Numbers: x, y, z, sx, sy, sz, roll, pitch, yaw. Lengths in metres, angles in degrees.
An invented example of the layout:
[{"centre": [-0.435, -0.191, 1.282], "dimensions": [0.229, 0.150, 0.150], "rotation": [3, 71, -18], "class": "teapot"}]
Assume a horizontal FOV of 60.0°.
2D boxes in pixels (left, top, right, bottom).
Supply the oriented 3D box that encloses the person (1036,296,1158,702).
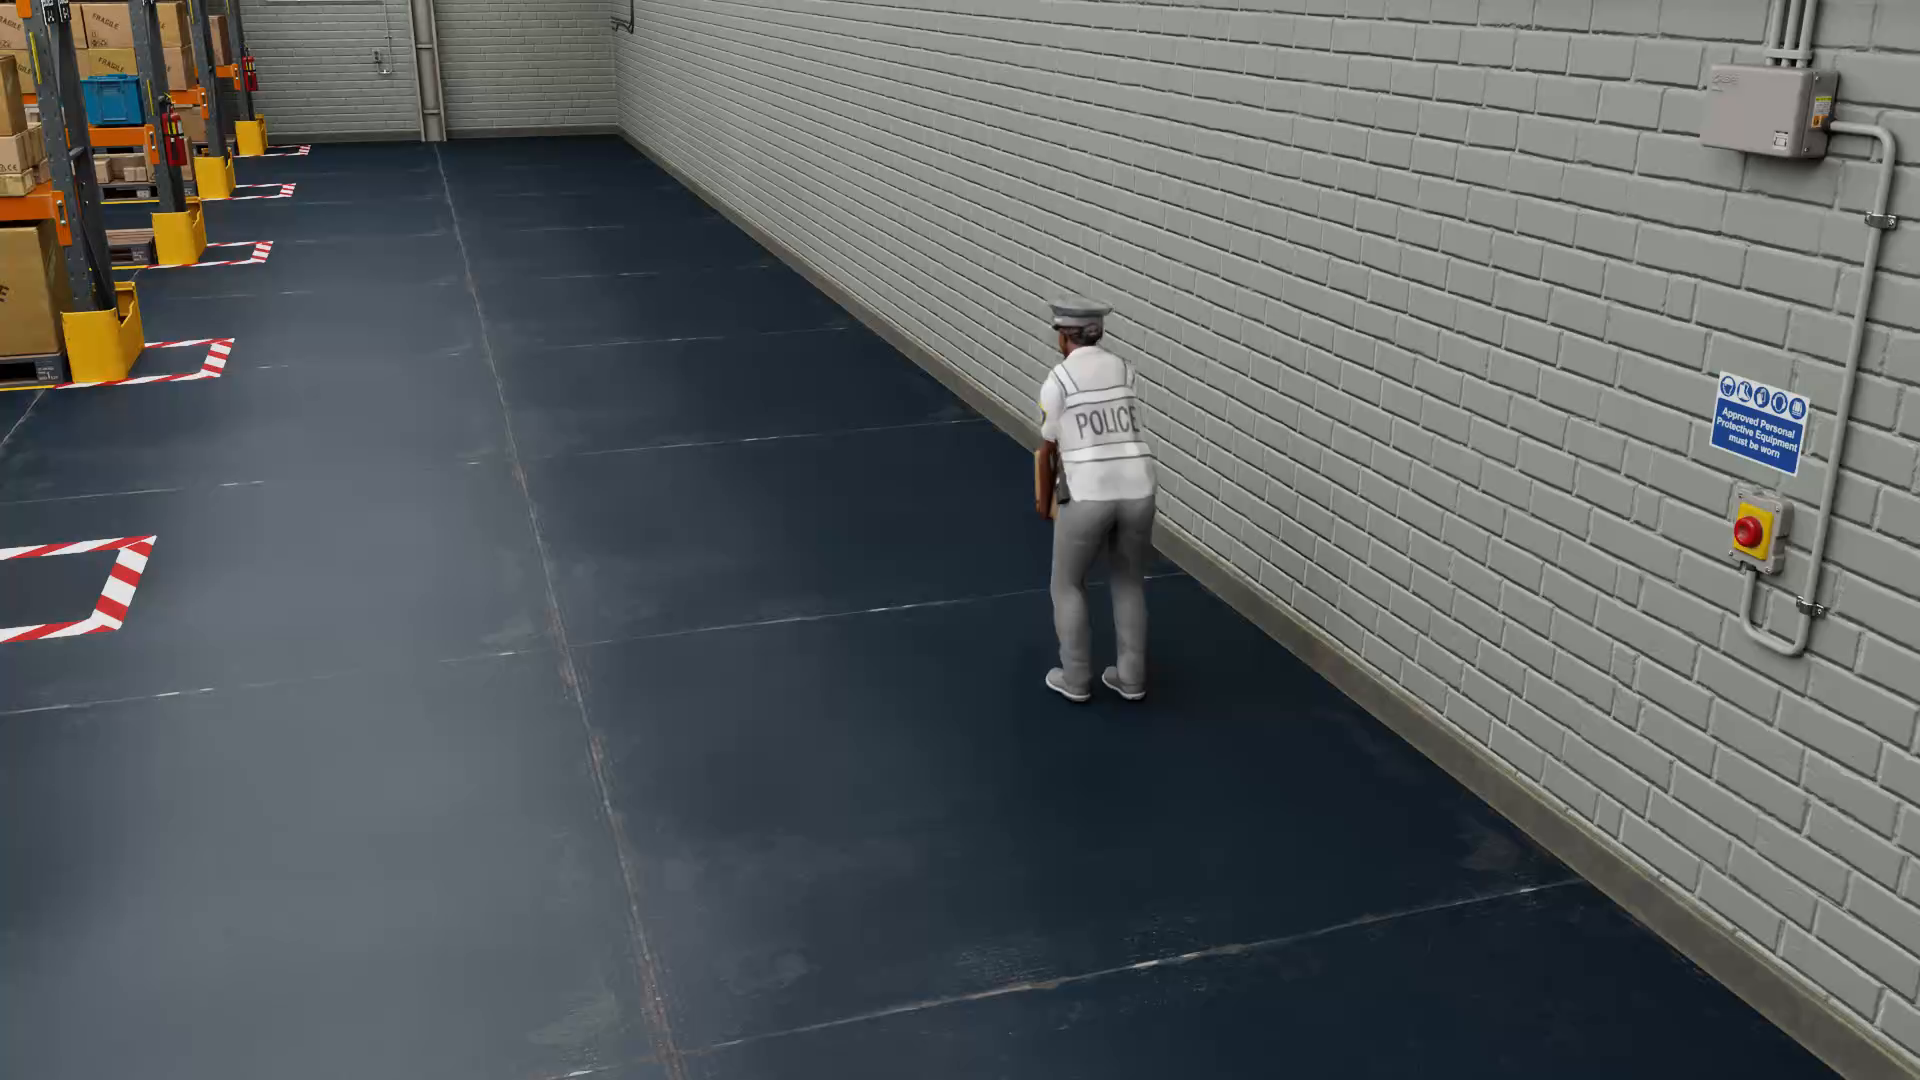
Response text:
[{"centre": [0.528, -0.143, 6.592], "dimensions": [0.413, 1.595, 0.575], "rotation": [-7, 20, -18], "class": "person"}]
